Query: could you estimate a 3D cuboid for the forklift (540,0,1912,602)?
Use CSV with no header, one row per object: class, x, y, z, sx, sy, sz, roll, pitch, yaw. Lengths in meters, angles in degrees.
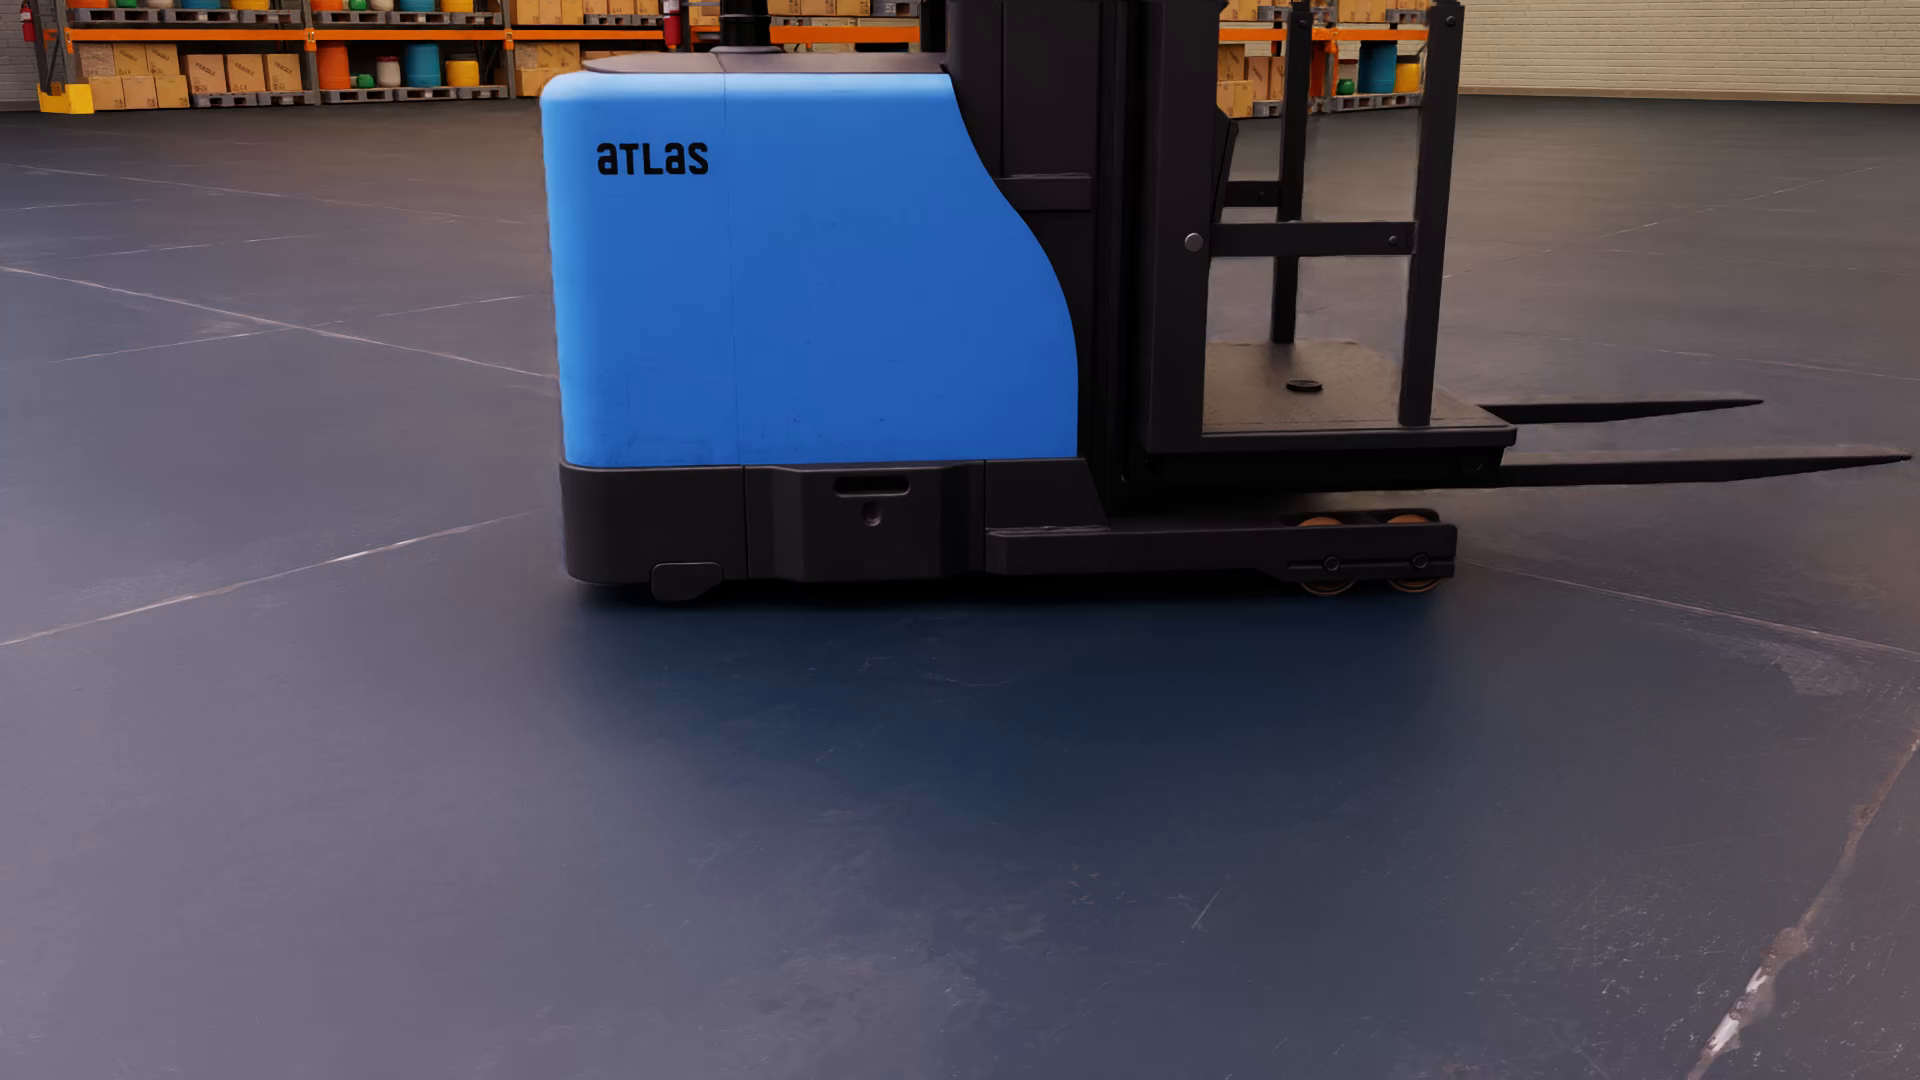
forklift,0.643,-1.435,3.623,3.031,2.935,1.130,-2,17,-5
